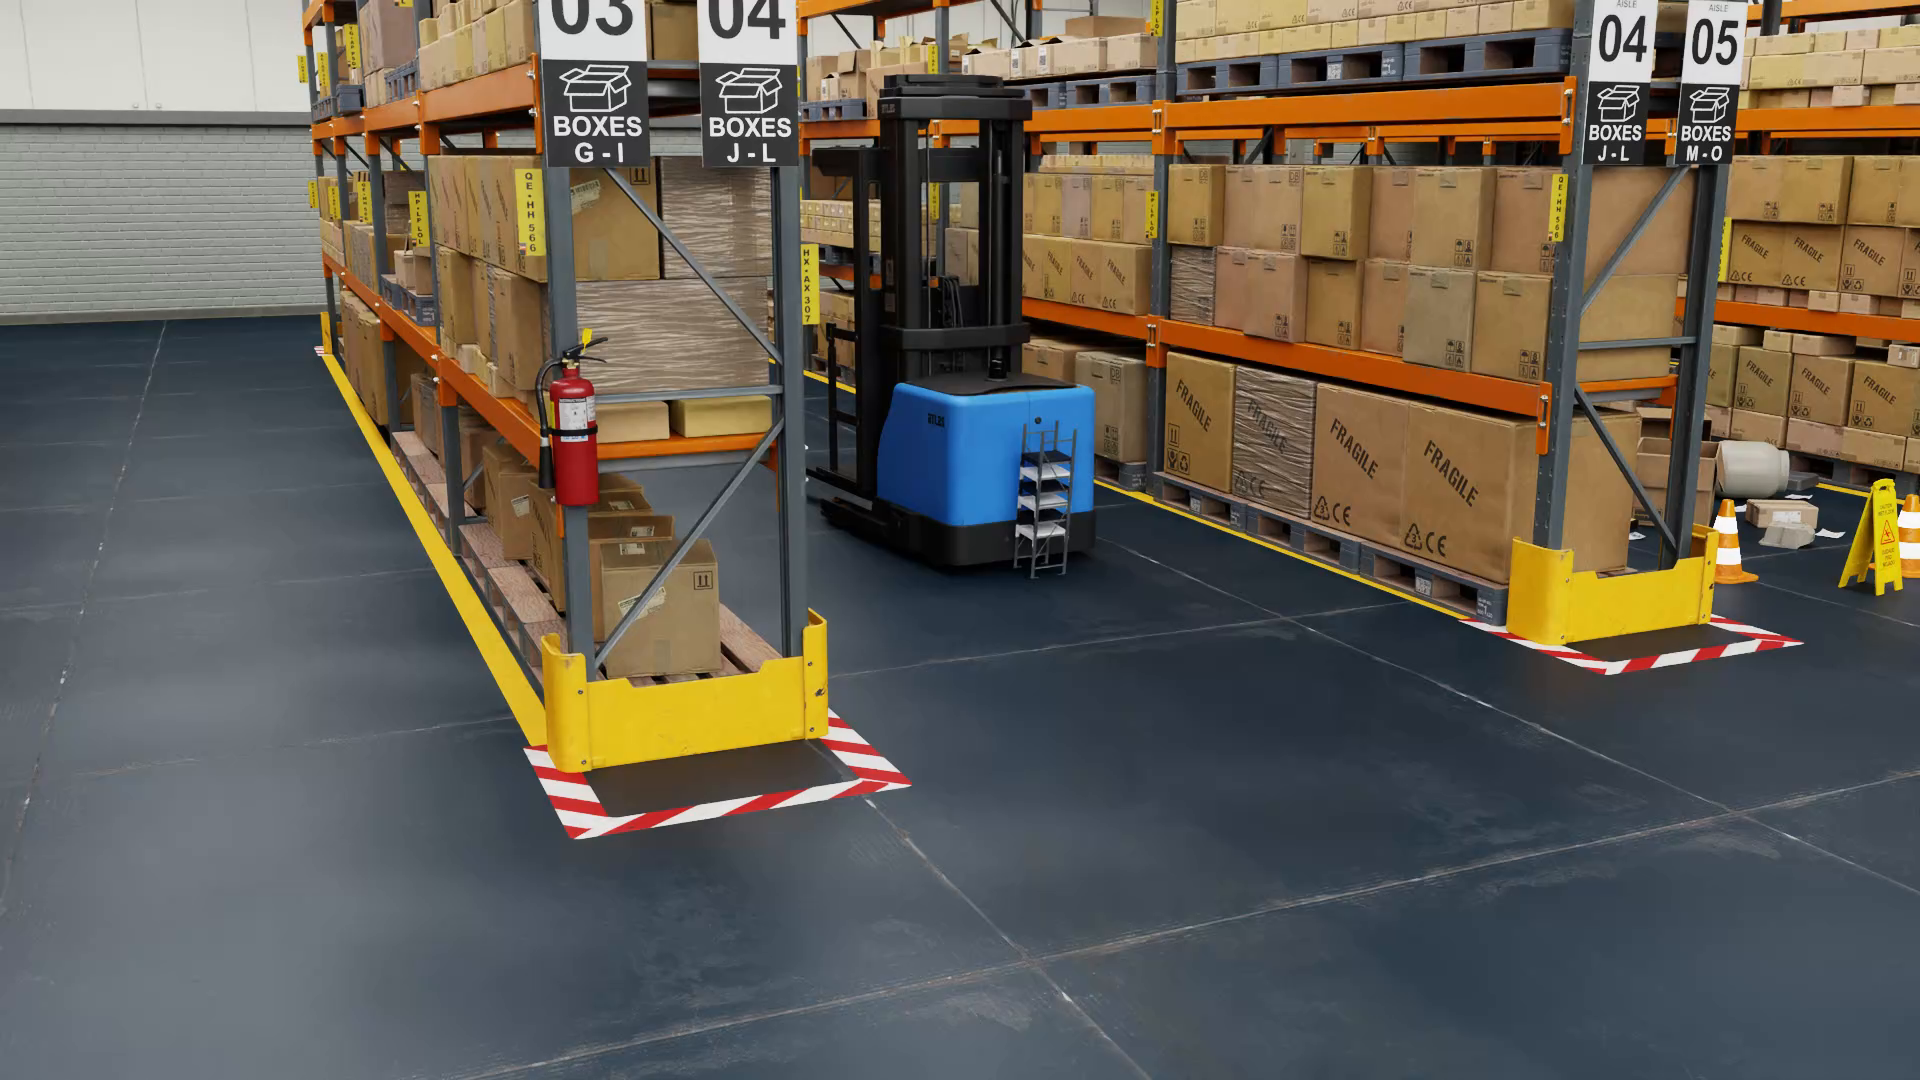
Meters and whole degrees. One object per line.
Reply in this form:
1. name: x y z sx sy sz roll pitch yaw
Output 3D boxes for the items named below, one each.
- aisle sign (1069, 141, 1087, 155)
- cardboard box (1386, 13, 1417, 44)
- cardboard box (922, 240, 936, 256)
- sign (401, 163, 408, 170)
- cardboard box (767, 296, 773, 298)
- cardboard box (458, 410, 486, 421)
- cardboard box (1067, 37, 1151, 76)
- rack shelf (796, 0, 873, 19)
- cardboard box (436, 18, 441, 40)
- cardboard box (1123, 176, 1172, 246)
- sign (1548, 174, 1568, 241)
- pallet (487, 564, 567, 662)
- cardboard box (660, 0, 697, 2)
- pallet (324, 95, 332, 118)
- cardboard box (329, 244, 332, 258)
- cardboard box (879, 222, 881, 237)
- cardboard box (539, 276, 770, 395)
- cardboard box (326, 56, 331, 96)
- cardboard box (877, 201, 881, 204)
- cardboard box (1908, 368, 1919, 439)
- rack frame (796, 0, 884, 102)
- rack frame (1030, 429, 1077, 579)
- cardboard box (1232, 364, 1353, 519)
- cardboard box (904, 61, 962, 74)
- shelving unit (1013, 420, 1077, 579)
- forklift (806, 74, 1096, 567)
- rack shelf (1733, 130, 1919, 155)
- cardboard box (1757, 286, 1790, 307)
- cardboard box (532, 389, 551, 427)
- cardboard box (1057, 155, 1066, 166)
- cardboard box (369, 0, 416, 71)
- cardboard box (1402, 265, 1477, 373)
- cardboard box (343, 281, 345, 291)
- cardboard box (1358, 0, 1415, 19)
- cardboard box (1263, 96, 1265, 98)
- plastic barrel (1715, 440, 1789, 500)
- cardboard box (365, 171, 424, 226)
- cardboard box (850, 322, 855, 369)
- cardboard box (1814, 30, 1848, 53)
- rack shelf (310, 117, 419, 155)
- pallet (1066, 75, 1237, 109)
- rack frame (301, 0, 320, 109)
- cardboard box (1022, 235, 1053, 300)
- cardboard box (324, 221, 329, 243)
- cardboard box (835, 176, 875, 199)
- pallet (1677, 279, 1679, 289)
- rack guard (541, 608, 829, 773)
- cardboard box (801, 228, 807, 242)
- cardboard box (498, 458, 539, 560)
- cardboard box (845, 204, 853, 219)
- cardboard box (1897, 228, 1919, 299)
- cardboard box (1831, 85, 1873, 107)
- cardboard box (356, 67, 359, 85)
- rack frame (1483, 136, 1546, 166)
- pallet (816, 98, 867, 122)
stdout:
1. aisle sign: 1.801 -6.091 24.769 0.394 0.787 0.004 -6 14 -23
2. cardboard box: 2.608 -2.849 9.277 0.380 0.149 0.250 -6 14 -24
3. cardboard box: -0.364 -2.803 15.956 0.380 0.149 0.250 -5 14 -22
4. sign: -7.032 -4.612 21.052 0.100 0.325 0.005 -6 14 -23
5. cardboard box: -2.569 -3.068 21.547 0.380 0.149 0.250 -5 14 -21
6. cardboard box: -3.128 -0.633 11.519 0.700 0.500 0.500 -6 14 -23
7. cardboard box: 1.161 -3.711 12.779 0.500 0.250 0.500 -6 14 -23
8. rack shelf: -2.148 -6.471 20.475 1.077 0.370 4.000 -6 14 -23
9. cardboard box: -2.711 -2.846 9.310 0.380 0.149 0.250 -6 14 -26
10. cardboard box: 1.653 -2.472 12.460 0.700 0.500 0.500 -6 14 -24
11. sign: 2.957 -1.641 8.216 0.100 0.325 0.005 -6 14 -23
12. pallet: -1.934 0.339 8.936 1.003 0.211 1.213 -6 14 -23
13. cardboard box: -1.024 -2.241 6.697 0.380 0.149 0.250 -6 14 -23
14. pallet: -6.250 -4.648 17.845 1.003 0.211 1.213 -6 14 -23
15. cardboard box: -7.077 -3.343 19.220 0.380 0.149 0.250 -6 14 -24
16. cardboard box: -0.576 -3.058 16.396 0.380 0.149 0.250 -5 14 -22
17. cardboard box: -1.320 -0.891 7.184 0.875 0.500 0.500 -6 14 -23
18. cardboard box: -6.911 -5.318 19.166 0.700 0.500 0.500 -7 15 -27
19. cardboard box: -0.692 -3.631 18.211 0.380 0.149 0.250 -6 14 -23
20. cardboard box: 7.183 -0.956 11.850 0.500 0.500 0.500 -5 14 -21
21. rack frame: -1.347 -6.410 18.608 1.000 3.000 0.127 -6 14 -23
22. rack frame: 0.551 -0.208 9.784 0.240 0.900 0.006 -7 21 -28
23. cardboard box: 2.410 -0.682 10.943 0.875 0.875 0.875 -6 14 -23
24. cardboard box: -0.206 -4.266 15.775 0.500 0.500 0.500 -6 14 -23
25. shelving unit: 0.503 -0.240 9.868 0.258 0.900 0.210 -7 21 -28
26. forklift: -0.298 -1.553 11.079 1.130 2.935 3.031 -7 15 -27
27. rack shelf: 10.098 -4.275 17.634 1.077 0.370 4.000 -6 14 -23
28. cardboard box: 6.535 -1.932 13.122 0.380 0.149 0.250 -5 14 -21
29. cardboard box: -1.675 -0.597 7.356 0.380 0.149 0.250 -6 14 -23
30. cardboard box: 1.603 -5.423 23.772 0.380 0.149 0.250 -5 14 -21
31. cardboard box: -3.970 -3.659 12.042 0.500 0.500 0.500 -6 14 -25
32. cardboard box: 3.029 -1.265 9.351 0.875 0.550 0.550 -6 14 -23
33. cardboard box: -6.840 -2.743 19.849 0.875 0.875 0.875 -6 14 -23
34. cardboard box: 2.608 -3.078 9.382 0.500 0.250 0.500 -6 14 -23
35. cardboard box: 3.779 -5.181 18.799 0.500 0.500 0.500 -5 14 -22
36. plastic barrel: 5.740 -0.511 12.138 0.512 0.421 0.421 4 14 16
37. cardboard box: -5.141 -3.196 15.582 0.797 0.503 0.637 -5 14 -21
38. cardboard box: -0.858 -2.081 17.822 0.500 0.500 0.500 -5 14 -22
39. cardboard box: 6.635 -3.725 12.450 0.380 0.149 0.250 -6 14 -25
40. rack shelf: -6.733 -4.584 18.967 1.077 0.370 4.000 -6 14 -23
41. pallet: 1.445 -3.387 12.626 0.805 0.209 1.217 -6 14 -25
42. rack frame: -7.534 -6.809 20.333 1.000 3.000 0.127 -6 14 -23
43. cardboard box: 0.793 -2.280 13.848 0.500 0.500 0.500 -6 14 -24
44. cardboard box: -7.177 -3.624 19.548 0.500 0.250 0.500 -6 14 -25
45. cardboard box: -1.305 -4.283 19.625 0.500 0.500 0.500 -5 14 -22
46. pallet: 6.180 -2.380 14.926 1.003 0.211 1.213 -6 14 -23
47. rack guard: -1.156 0.621 7.077 1.175 0.500 0.348 -6 14 -23
48. cardboard box: -1.611 -3.446 18.734 0.380 0.149 0.250 -6 14 -26
49. cardboard box: -2.368 -0.190 9.651 0.500 0.500 0.500 -1 13 -5
50. cardboard box: -0.981 -3.414 17.274 0.380 0.149 0.250 -5 14 -21
51. cardboard box: 7.091 -1.964 11.823 0.500 0.500 0.500 -6 14 -23
52. cardboard box: 6.689 -3.280 12.296 0.380 0.149 0.250 -6 14 -24
53. cardboard box: -5.168 -4.370 15.286 0.797 0.503 0.637 -6 14 -24
54. rack frame: 7.695 -4.404 23.247 1.000 3.000 0.127 -6 14 -23
55. pallet: -0.779 -4.506 17.450 1.213 0.211 1.003 -6 14 -23
